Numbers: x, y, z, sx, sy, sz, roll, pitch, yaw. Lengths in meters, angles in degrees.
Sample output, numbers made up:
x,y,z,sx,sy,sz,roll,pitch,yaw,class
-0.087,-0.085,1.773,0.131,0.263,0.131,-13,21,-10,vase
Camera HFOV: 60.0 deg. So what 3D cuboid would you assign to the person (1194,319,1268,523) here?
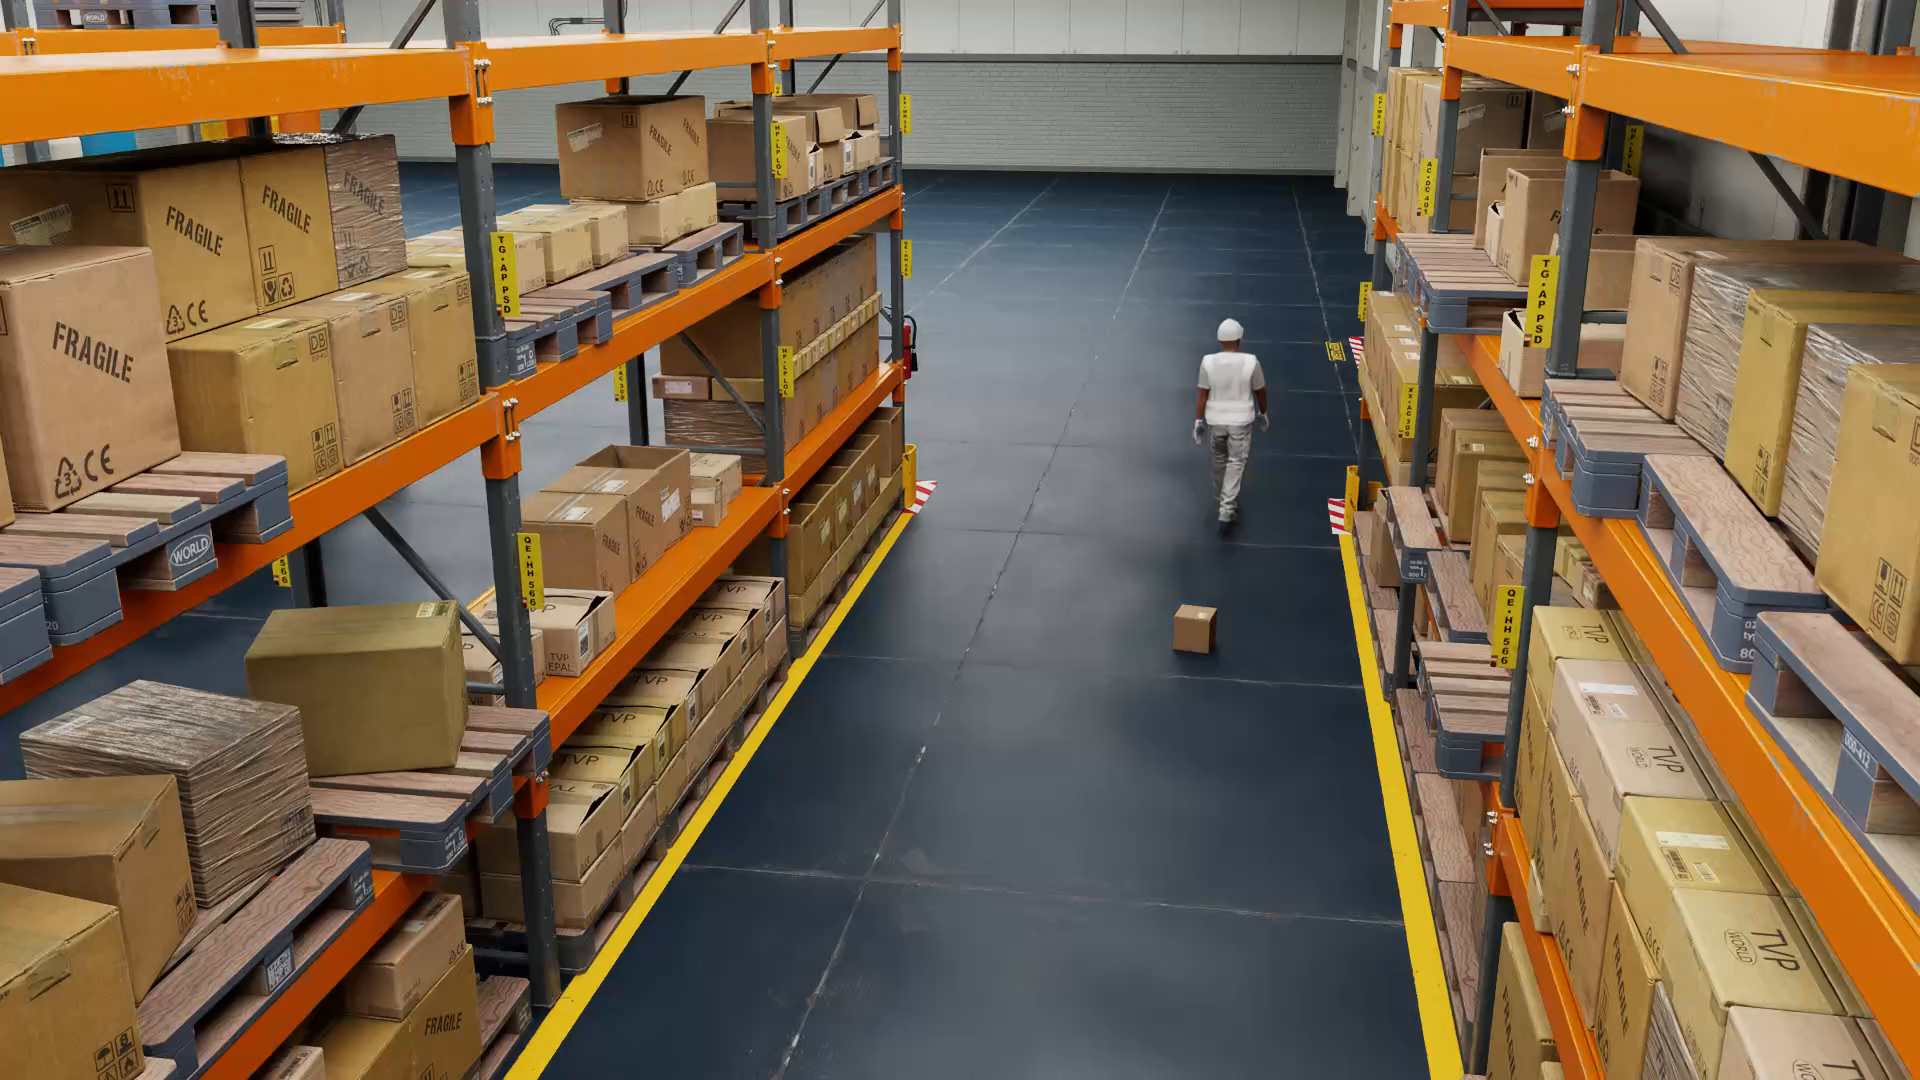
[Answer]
x,y,z,sx,sy,sz,roll,pitch,yaw,class
2.339,-1.038,14.293,0.573,1.747,1.043,7,19,20,person
